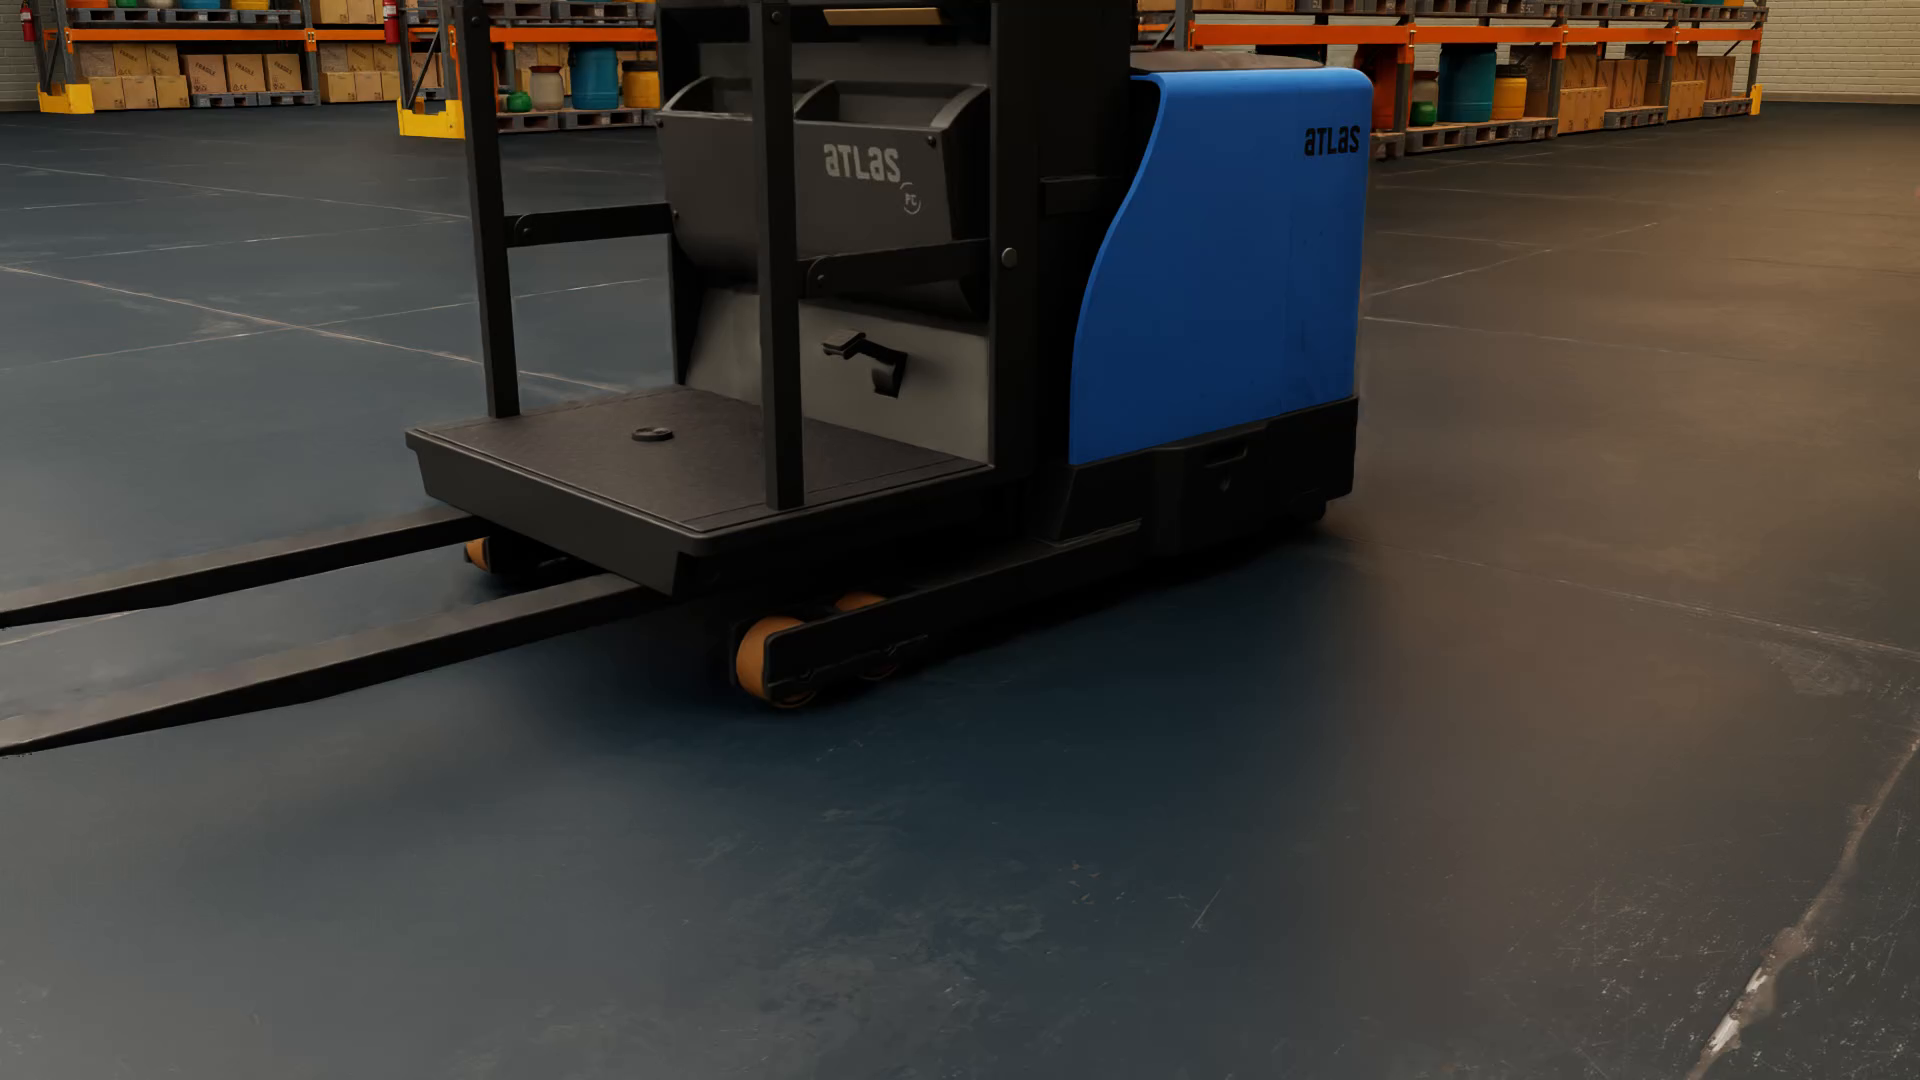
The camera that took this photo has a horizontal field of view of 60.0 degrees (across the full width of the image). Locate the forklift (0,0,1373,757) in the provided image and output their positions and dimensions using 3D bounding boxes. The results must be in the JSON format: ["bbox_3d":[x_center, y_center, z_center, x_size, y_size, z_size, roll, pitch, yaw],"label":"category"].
[{"bbox_3d":[-0.450,-1.272,3.086,3.031,2.935,1.130,-15,23,-41],"label":"forklift"}]
